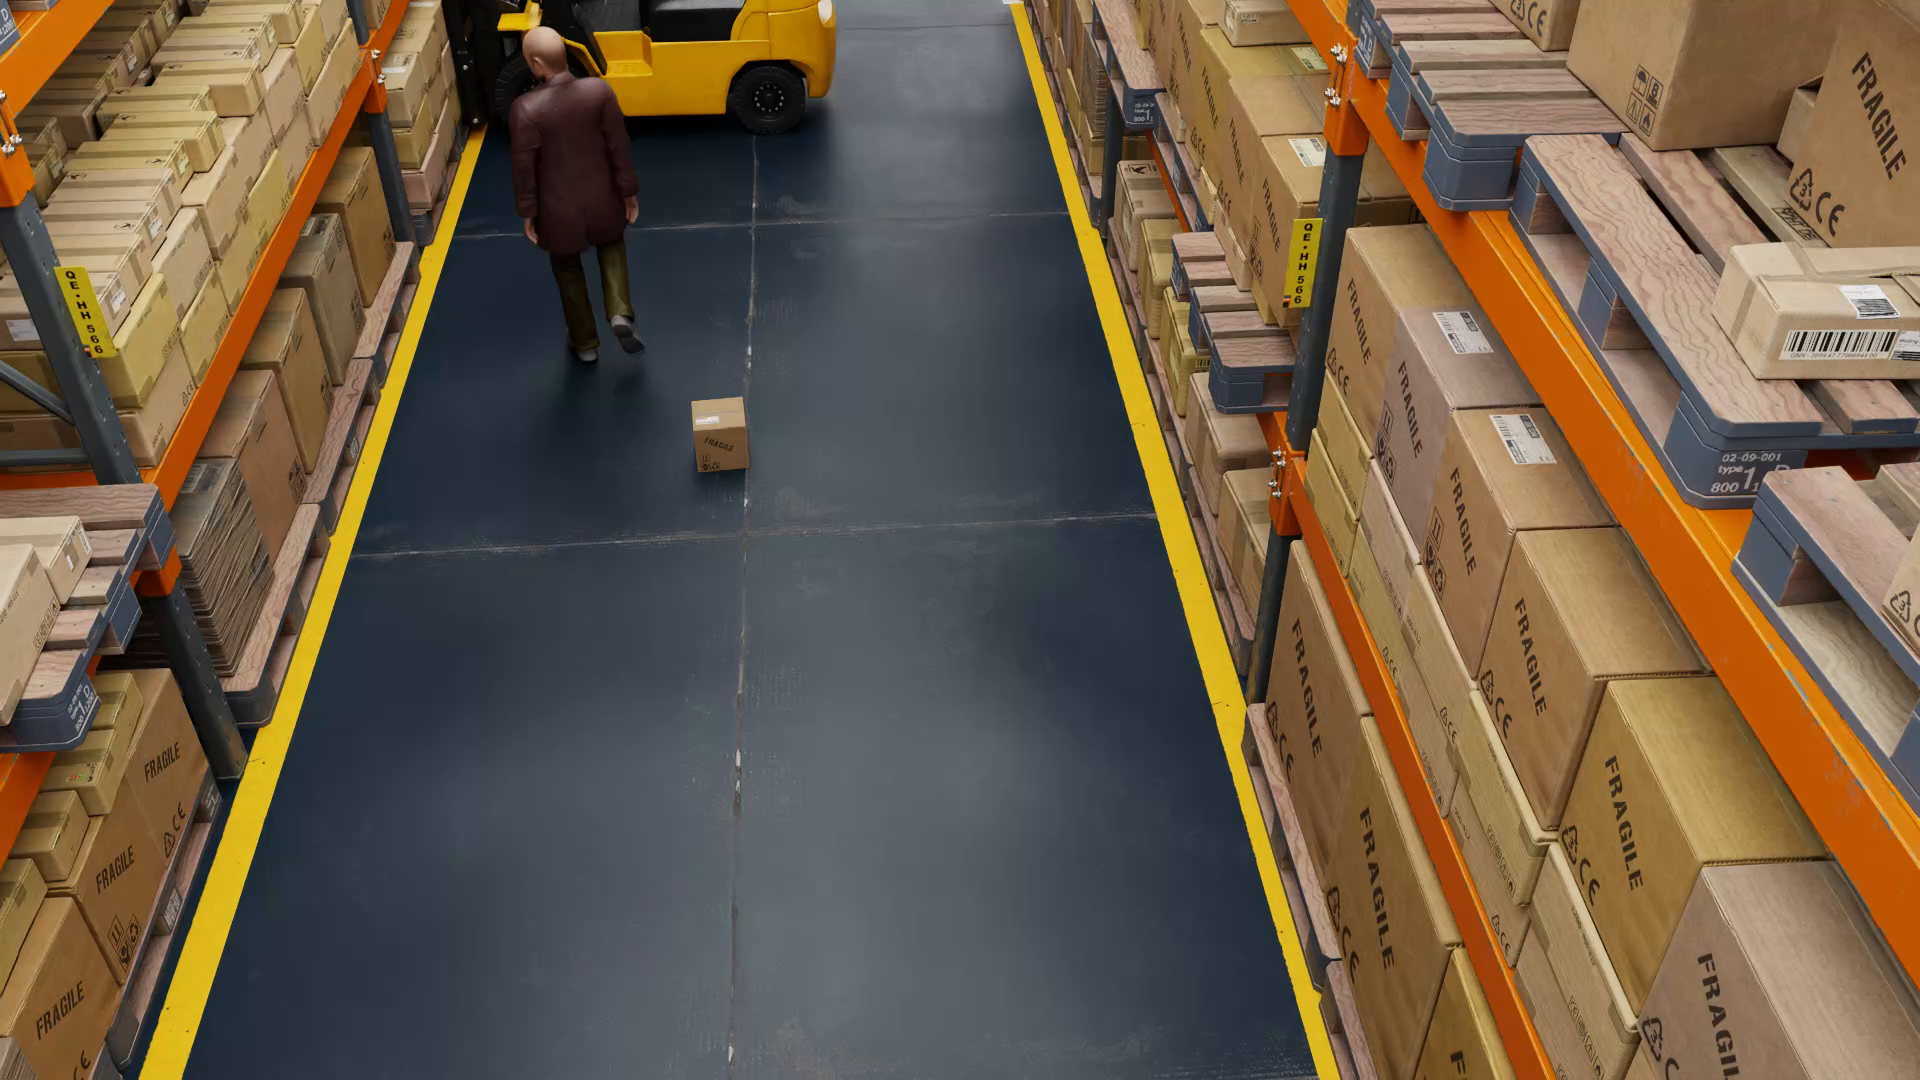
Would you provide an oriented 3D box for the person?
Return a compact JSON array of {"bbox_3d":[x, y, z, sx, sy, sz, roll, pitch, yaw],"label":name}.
[{"bbox_3d":[-1.903,-1.684,8.243,0.613,1.776,0.581,-18,42,-21],"label":"person"}]
